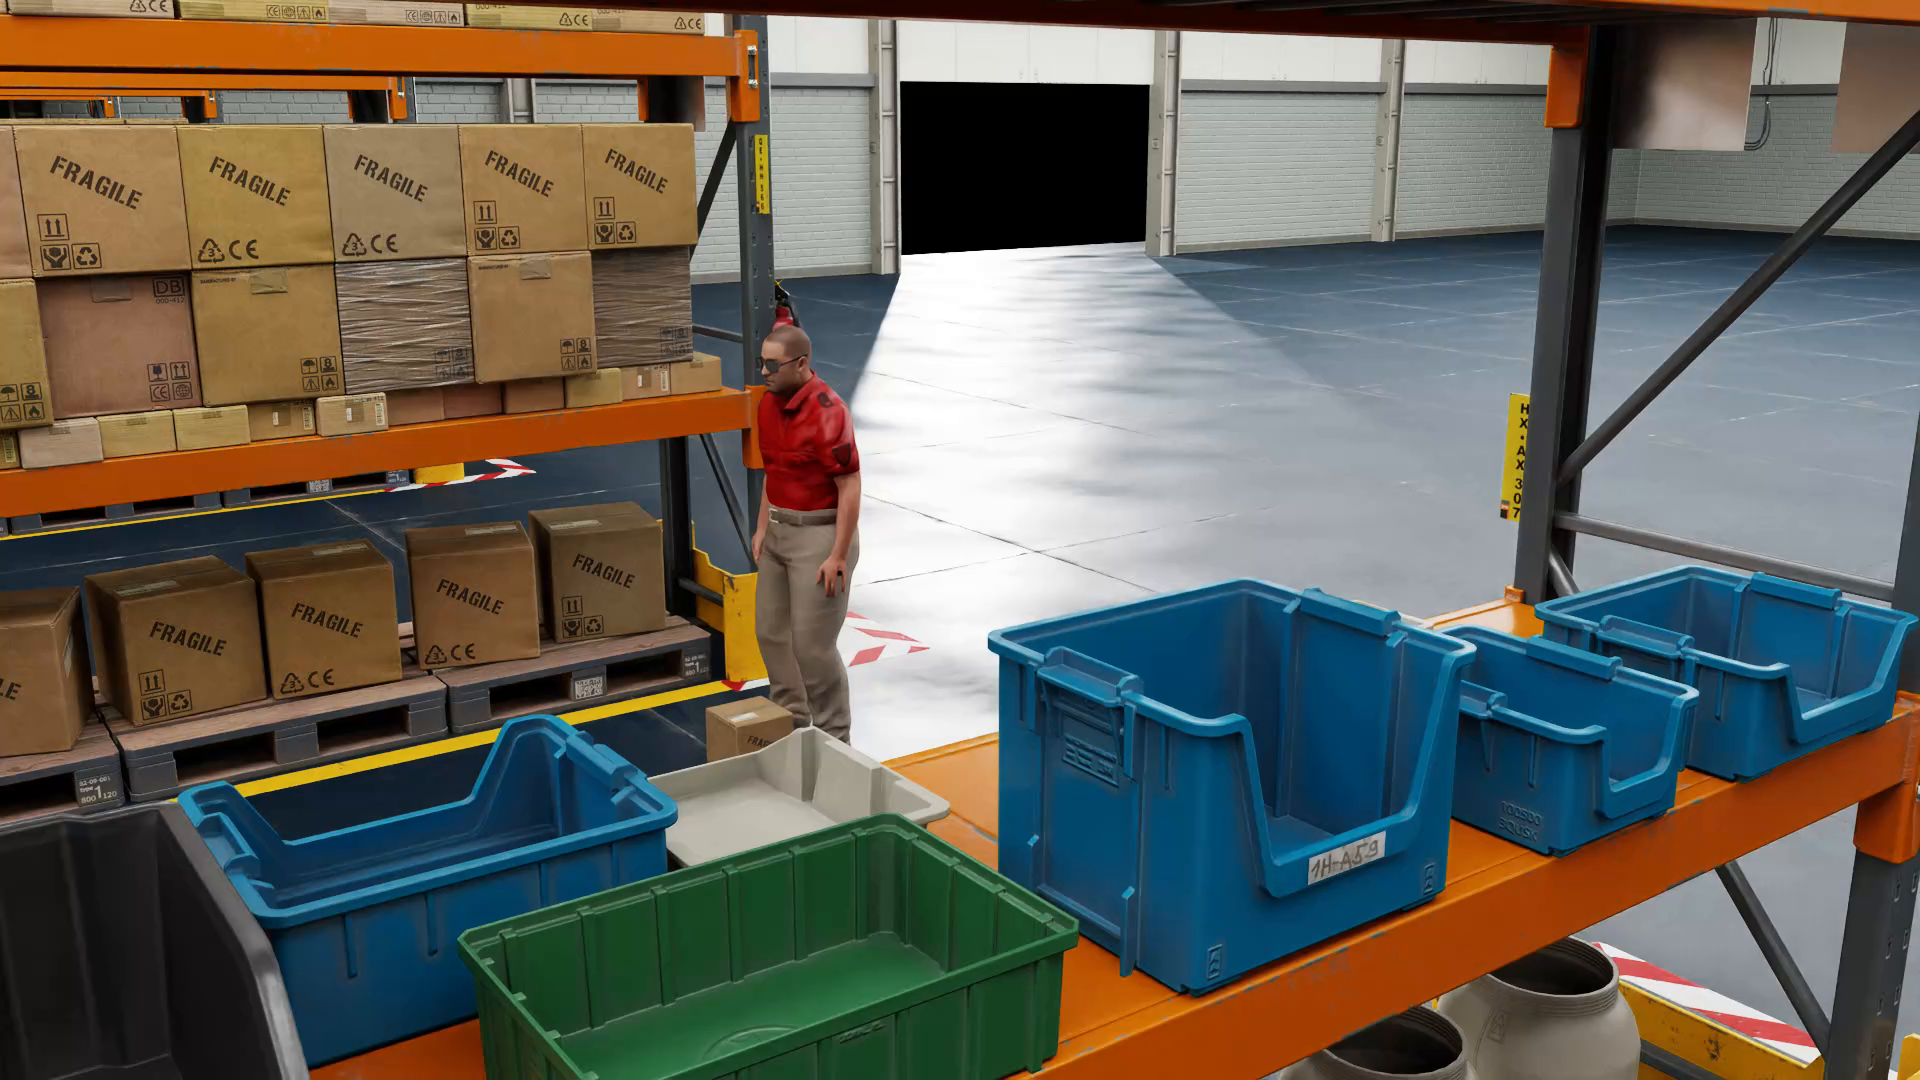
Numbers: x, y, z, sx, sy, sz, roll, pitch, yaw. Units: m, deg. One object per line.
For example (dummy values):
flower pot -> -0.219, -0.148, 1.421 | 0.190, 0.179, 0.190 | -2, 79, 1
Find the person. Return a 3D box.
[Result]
person -> -0.611, 0.026, 6.434 | 0.392, 1.725, 0.587 | -11, 18, -37
